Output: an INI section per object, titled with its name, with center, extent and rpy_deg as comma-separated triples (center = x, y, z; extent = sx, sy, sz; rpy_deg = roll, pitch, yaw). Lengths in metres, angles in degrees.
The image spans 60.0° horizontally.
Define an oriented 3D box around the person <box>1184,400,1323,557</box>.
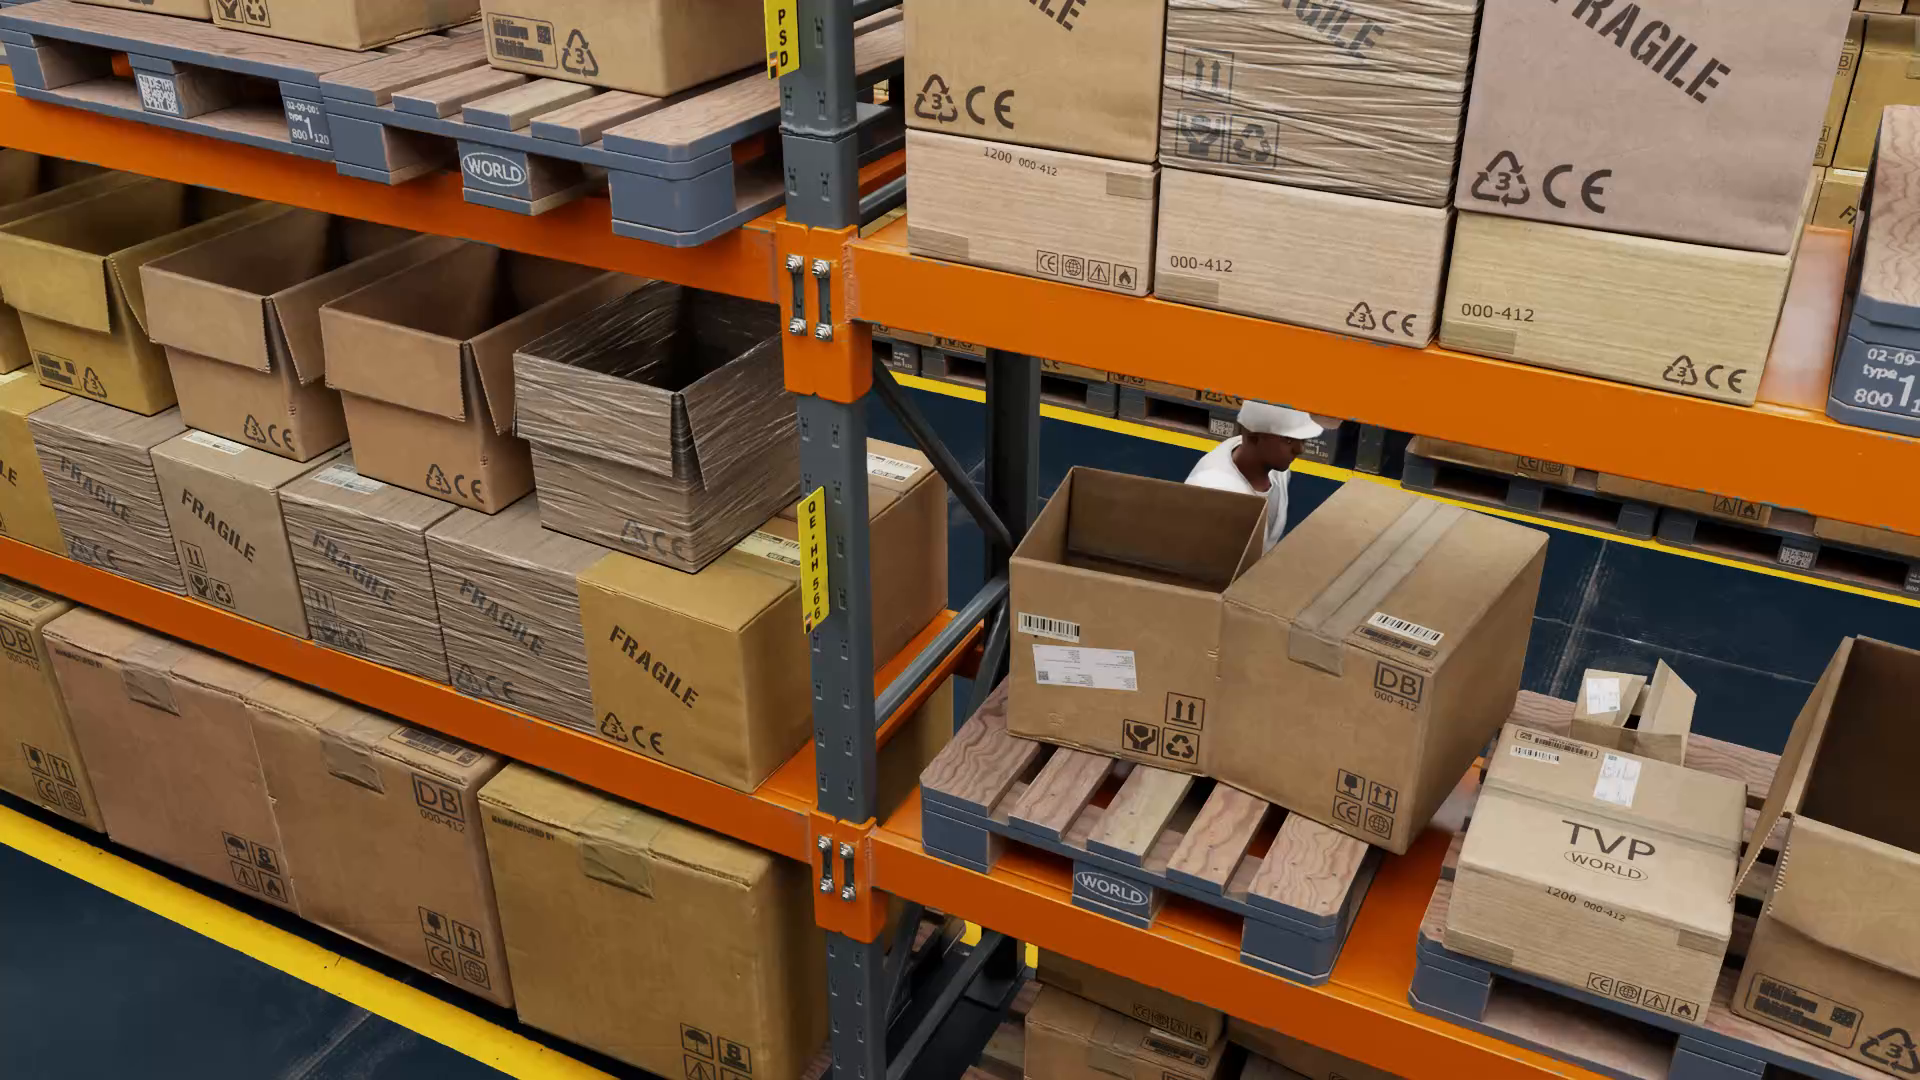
[person]
center = 0.922, 0.270, 5.647
extent = 0.449, 1.772, 0.614
rpy_deg = 20, 35, 31
